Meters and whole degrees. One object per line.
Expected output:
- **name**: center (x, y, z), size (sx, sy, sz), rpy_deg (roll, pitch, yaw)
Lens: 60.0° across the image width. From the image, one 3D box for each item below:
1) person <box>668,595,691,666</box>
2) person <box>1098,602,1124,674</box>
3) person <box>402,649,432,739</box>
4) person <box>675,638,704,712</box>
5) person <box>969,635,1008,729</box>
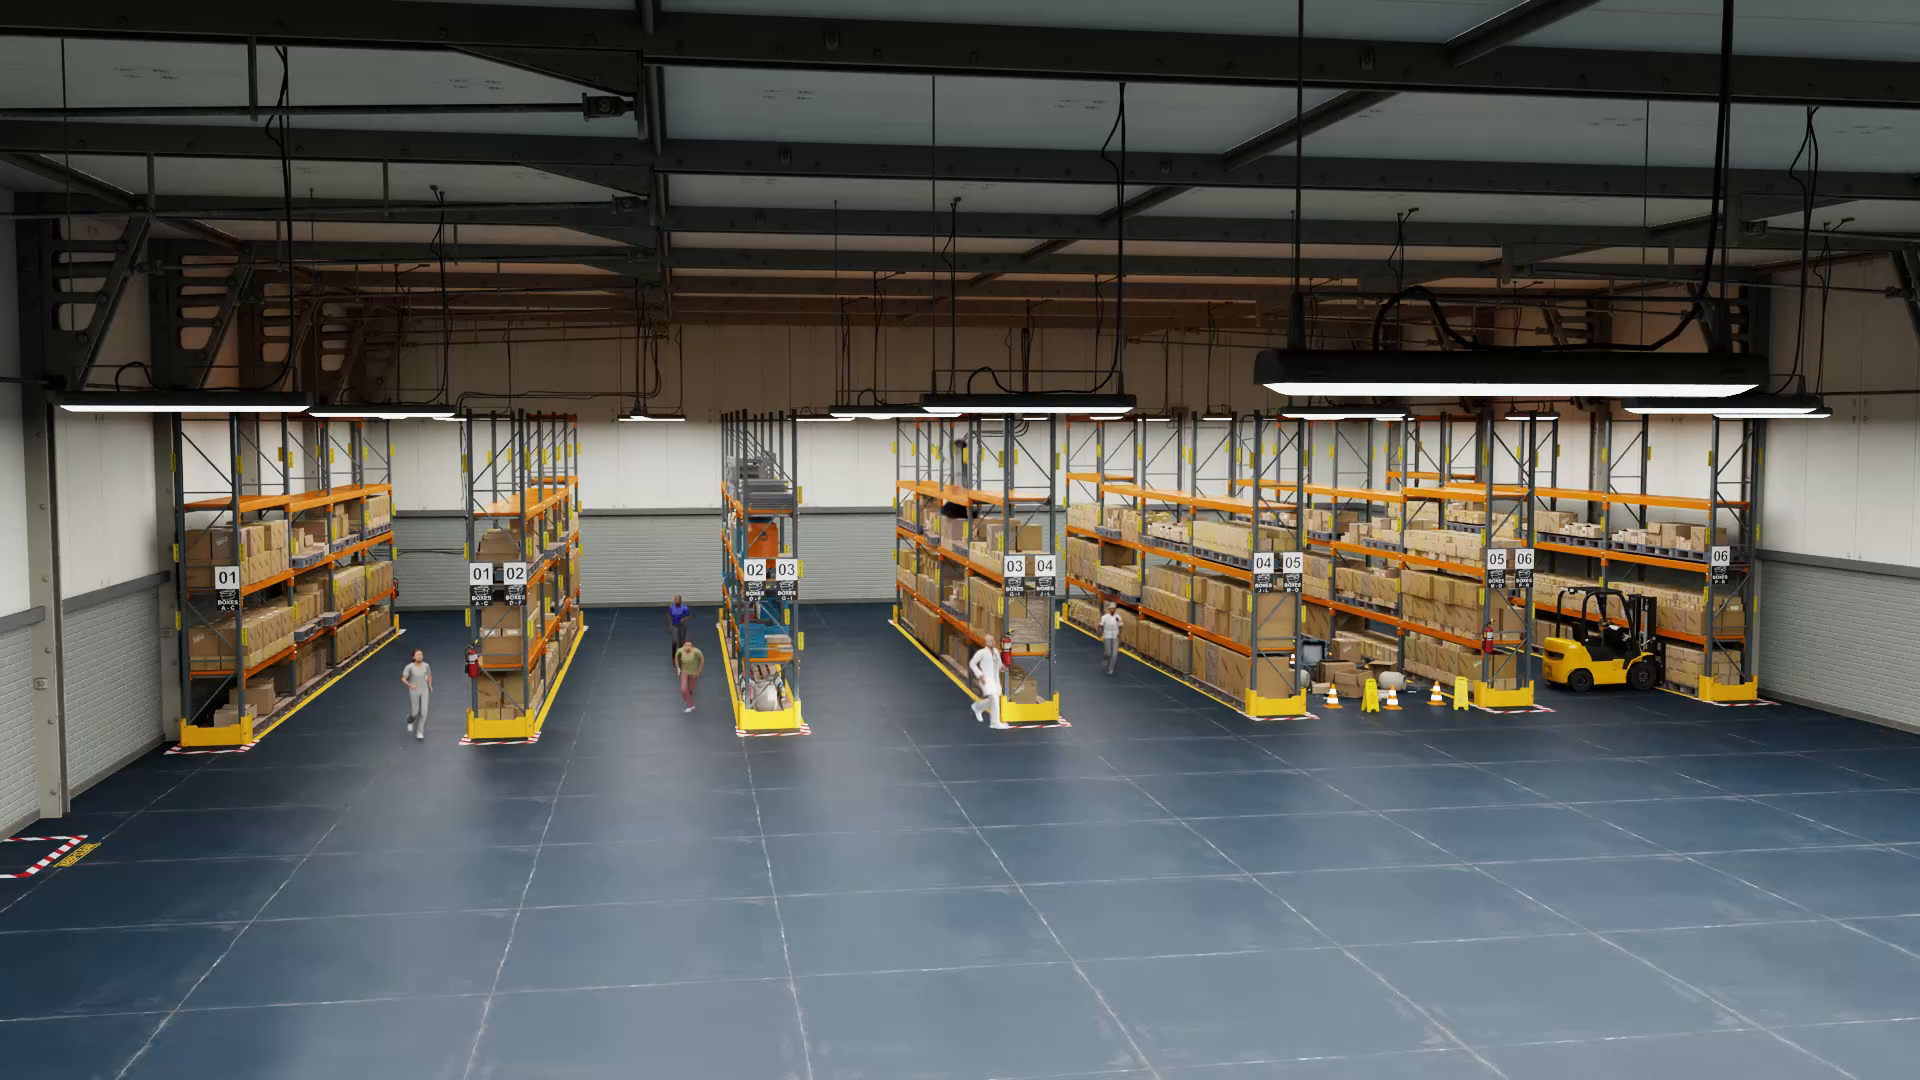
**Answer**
- **person**: center (-6.683, 2.147, 39.605), size (0.570, 1.691, 0.722), rpy_deg (0, 4, -5)
- **person**: center (3.476, 2.251, 38.138), size (0.588, 1.650, 0.564), rpy_deg (0, 4, -4)
- **person**: center (-9.897, 2.790, 30.358), size (0.557, 1.626, 0.636), rpy_deg (-3, 5, -37)
- **person**: center (-5.398, 2.668, 33.255), size (0.587, 1.518, 0.902), rpy_deg (0, 4, -4)
- **person**: center (0.520, 2.658, 31.279), size (0.884, 1.750, 0.711), rpy_deg (3, 5, 41)
